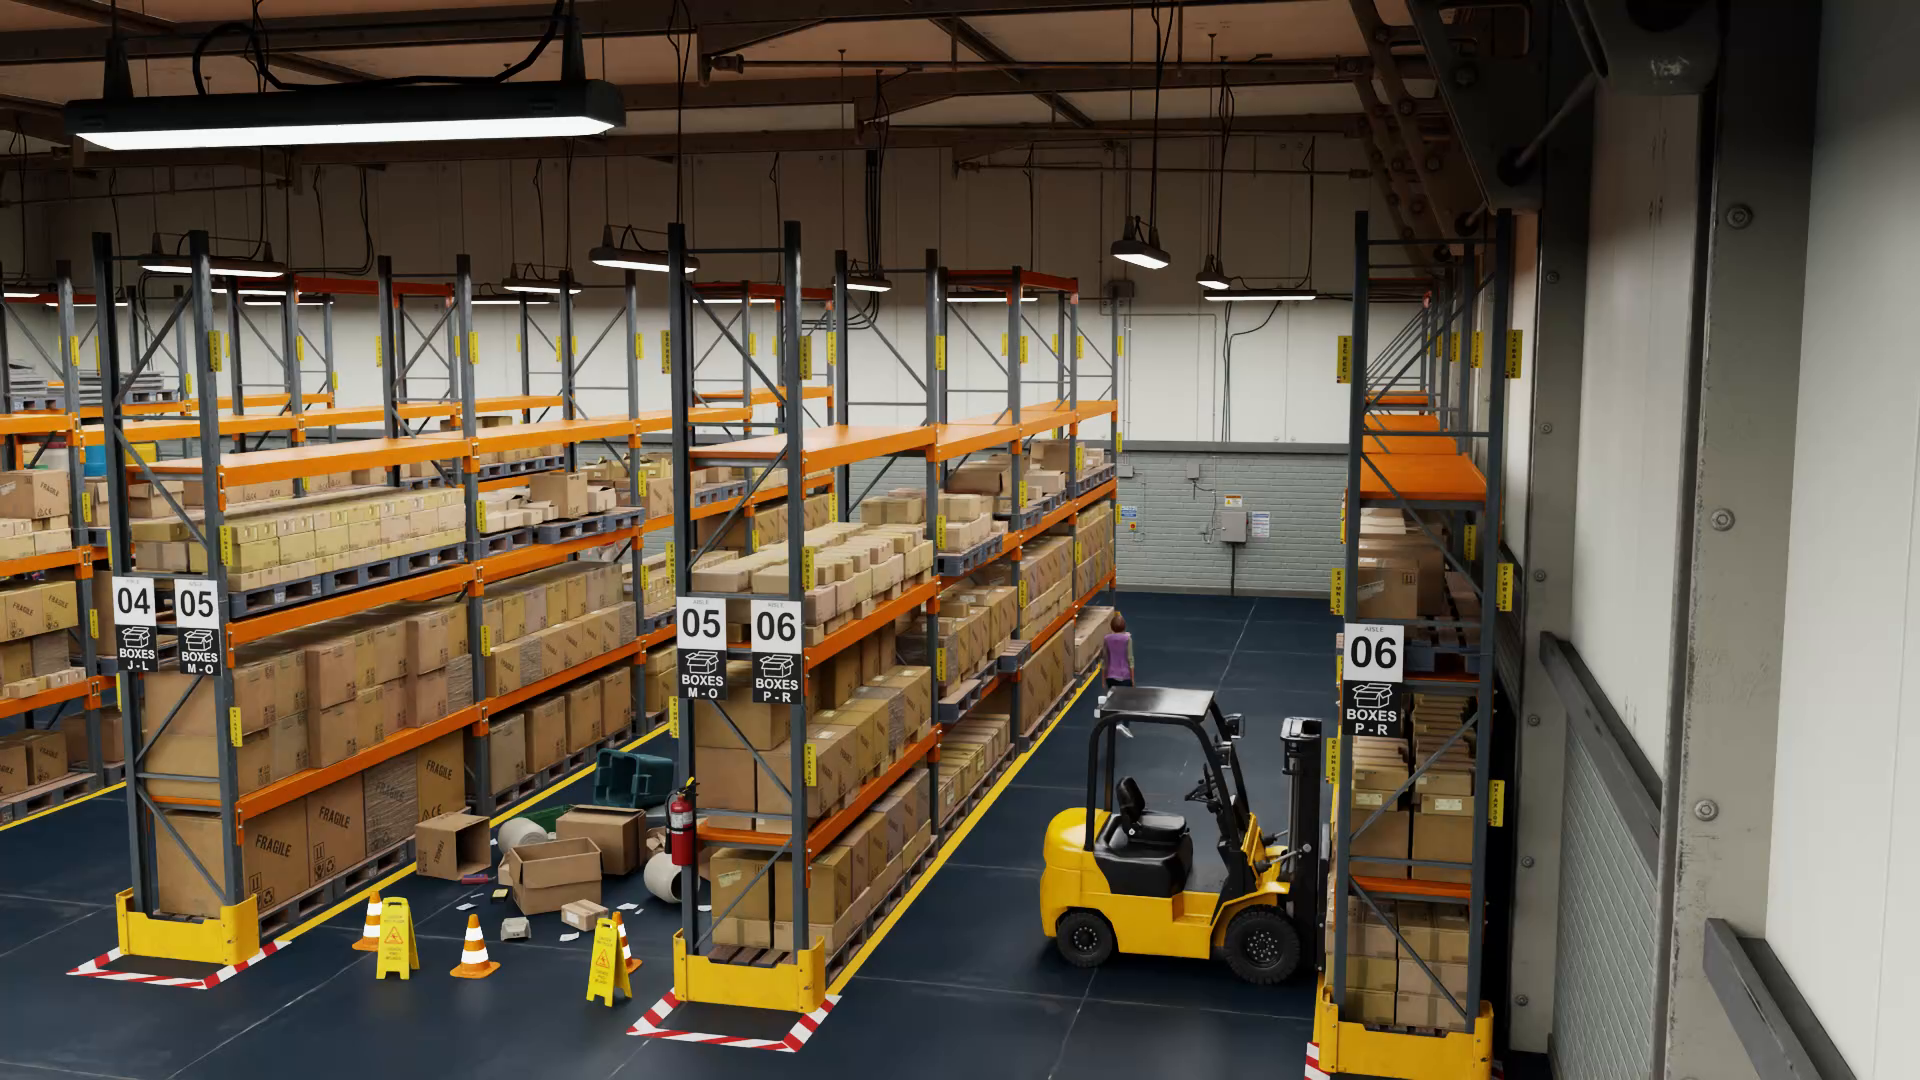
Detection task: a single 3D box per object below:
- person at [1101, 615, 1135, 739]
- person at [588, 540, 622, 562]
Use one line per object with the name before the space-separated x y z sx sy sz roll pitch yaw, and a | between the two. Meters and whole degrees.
person | 1.970 1.694 20.719 0.437 1.521 0.531 2 7 17
person | -7.219 0.218 33.716 0.519 1.665 1.097 5 8 33
